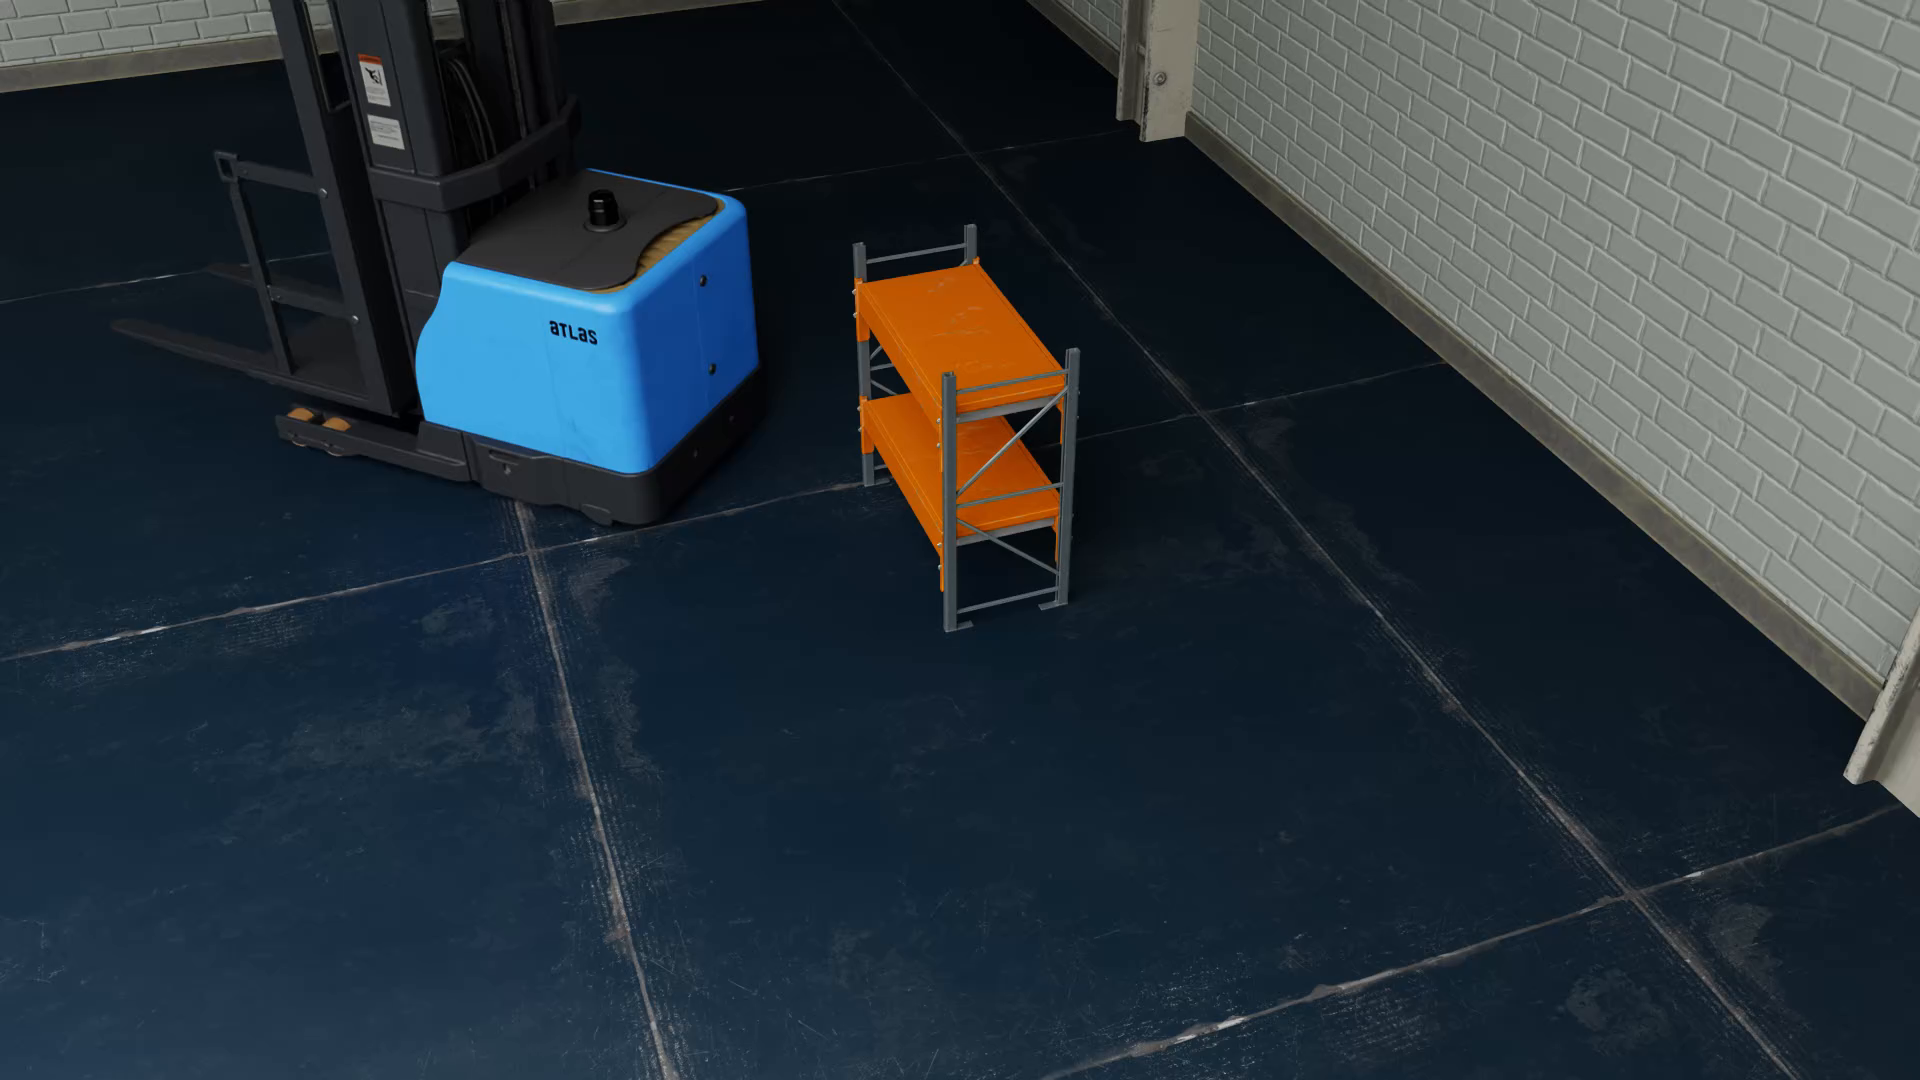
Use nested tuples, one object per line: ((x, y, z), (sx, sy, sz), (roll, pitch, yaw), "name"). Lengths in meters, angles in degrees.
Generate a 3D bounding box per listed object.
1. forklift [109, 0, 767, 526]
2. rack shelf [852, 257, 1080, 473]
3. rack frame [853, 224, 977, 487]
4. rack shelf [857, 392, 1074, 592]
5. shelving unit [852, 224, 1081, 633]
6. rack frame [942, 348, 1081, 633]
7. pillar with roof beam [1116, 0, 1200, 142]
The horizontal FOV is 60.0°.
((-2.426, -1.808, 6.714), (3.031, 2.935, 1.130), (15, 39, 19), "forklift")
((0.002, -0.679, 6.230), (0.538, 0.278, 1.000), (-12, 39, -16), "rack shelf")
((-0.173, -0.733, 6.788), (0.500, 1.125, 0.032), (-12, 39, -16), "rack frame")
((0.002, -0.250, 6.554), (0.538, 0.278, 1.000), (-12, 39, -16), "rack shelf")
((0.002, -0.445, 6.407), (0.538, 1.125, 1.048), (-12, 39, -16), "shelving unit")
((0.177, -0.158, 6.025), (0.500, 1.125, 0.032), (-12, 39, -16), "rack frame")
((-2.877, -5.213, 6.191), (9.100, 9.000, 0.400), (-12, 39, -16), "pillar with roof beam")
